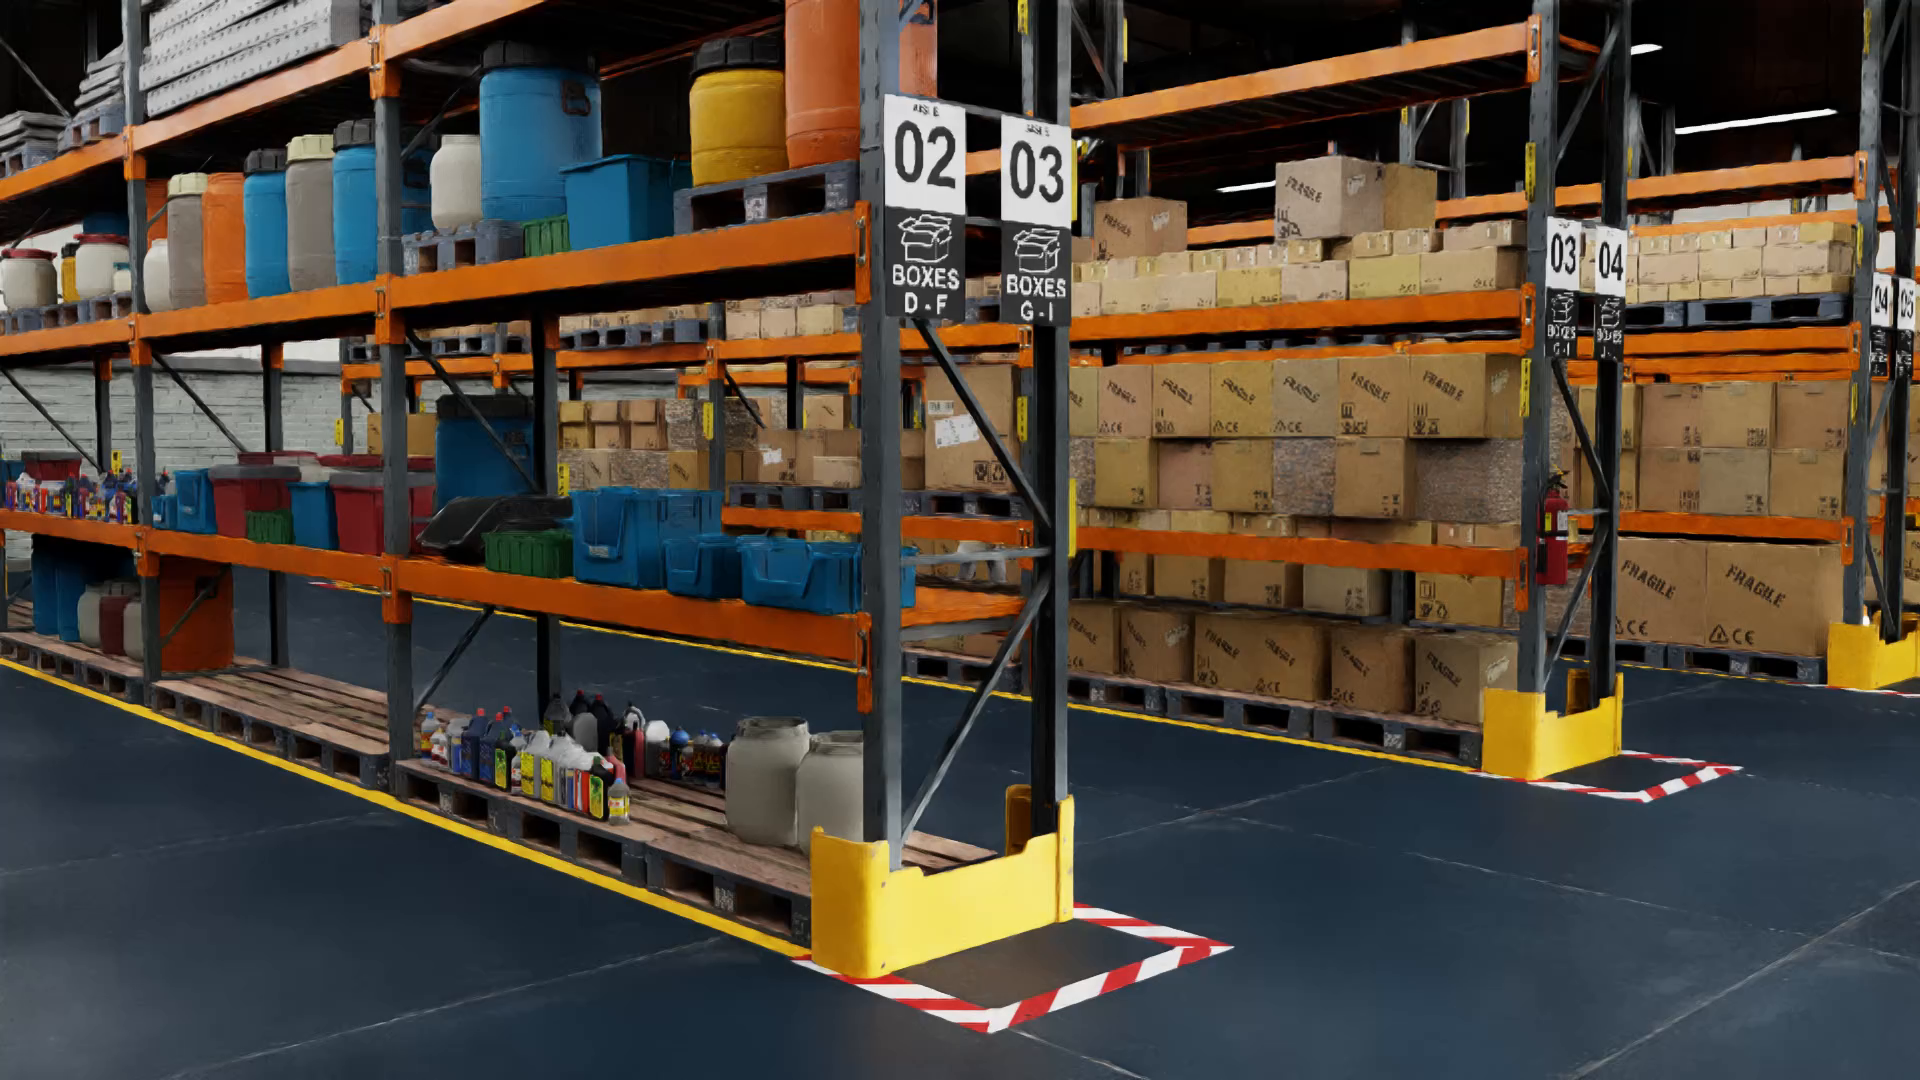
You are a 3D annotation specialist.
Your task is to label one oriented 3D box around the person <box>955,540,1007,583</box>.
[{"bbox_3d":[0.249,-0.057,17.535,0.683,1.761,0.680,2,4,25],"label":"person"}]
